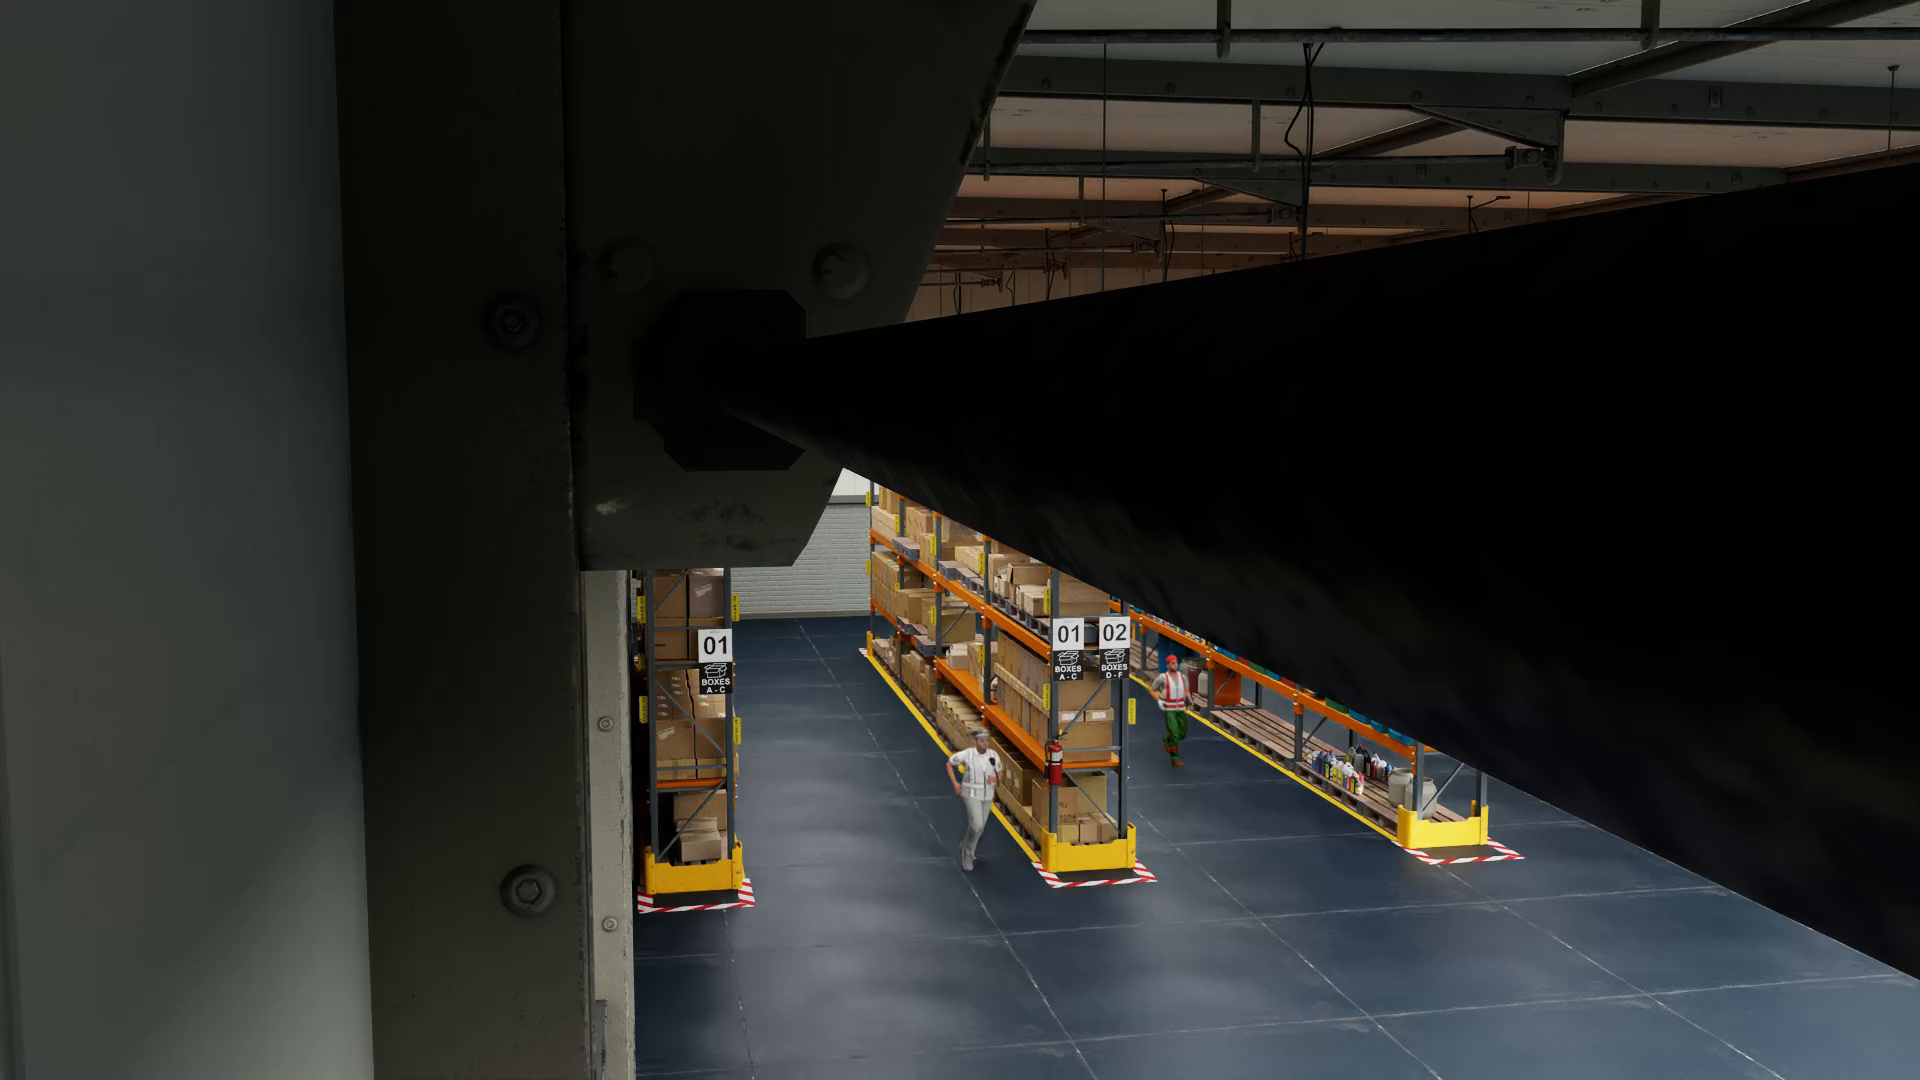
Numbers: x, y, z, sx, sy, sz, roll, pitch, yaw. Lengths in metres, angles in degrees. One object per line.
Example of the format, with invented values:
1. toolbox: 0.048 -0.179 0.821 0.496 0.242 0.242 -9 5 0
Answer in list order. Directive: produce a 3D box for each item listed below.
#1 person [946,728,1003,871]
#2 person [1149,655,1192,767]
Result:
1. person: 0.231 3.269 21.132 0.661 1.799 0.673 -4 7 -30
2. person: 3.353 2.687 26.331 0.663 1.746 0.780 -2 6 -23
